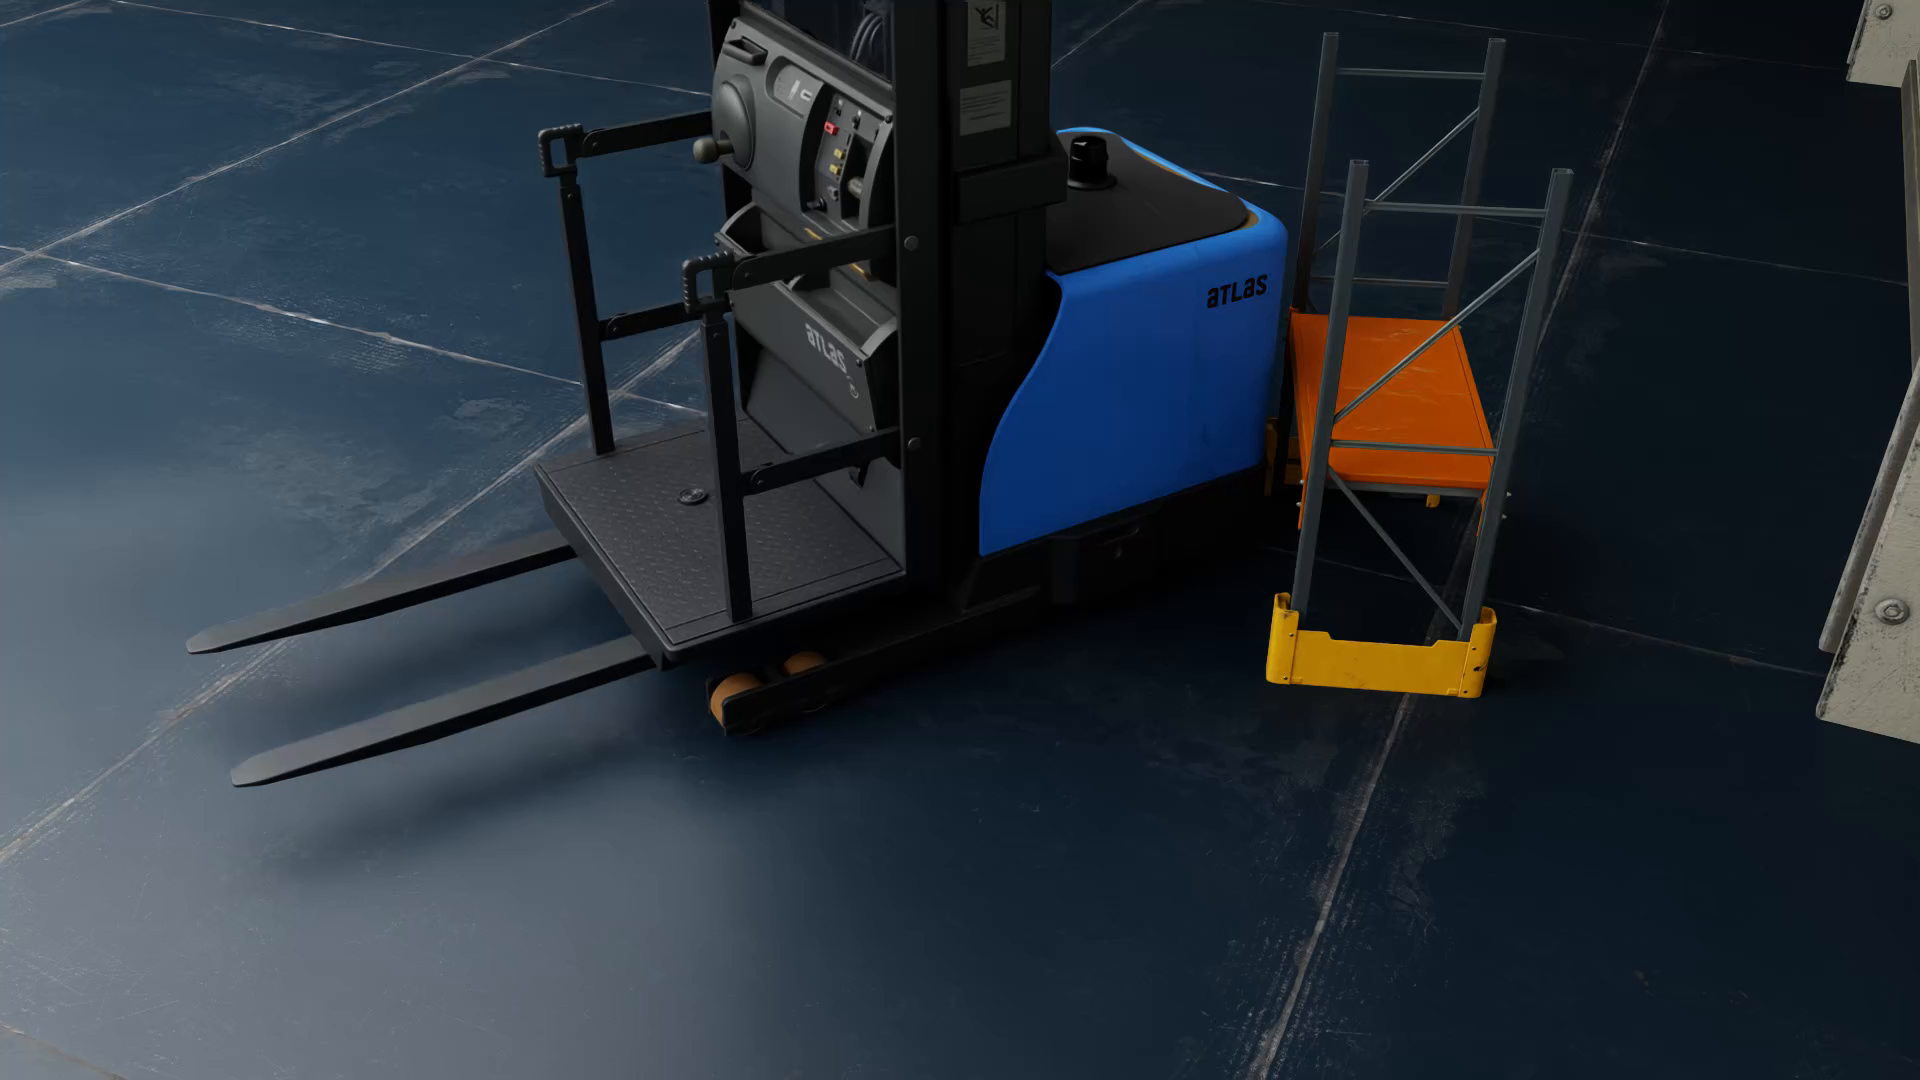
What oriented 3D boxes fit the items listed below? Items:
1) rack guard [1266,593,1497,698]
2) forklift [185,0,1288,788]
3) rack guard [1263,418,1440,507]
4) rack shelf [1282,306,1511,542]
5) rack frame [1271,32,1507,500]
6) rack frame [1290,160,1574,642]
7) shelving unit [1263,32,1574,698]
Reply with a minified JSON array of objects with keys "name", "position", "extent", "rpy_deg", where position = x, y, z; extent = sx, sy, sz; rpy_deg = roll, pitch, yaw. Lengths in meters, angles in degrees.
[{"name":"rack guard","position":[1.152,0.290,4.579],"extent":[0.587,0.250,0.087],"rpy_deg":[4,33,6]},{"name":"forklift","position":[-0.592,-1.033,4.153],"extent":[3.031,2.935,1.130],"rpy_deg":[-18,37,-25]},{"name":"rack guard","position":[1.274,-0.252,5.406],"extent":[0.587,0.250,0.087],"rpy_deg":[4,33,6]},{"name":"rack shelf","position":[1.214,-0.358,4.756],"extent":[0.538,0.185,1.000],"rpy_deg":[4,33,6]},{"name":"rack frame","position":[1.276,-0.785,5.079],"extent":[0.500,1.500,0.032],"rpy_deg":[4,33,6]},{"name":"rack frame","position":[1.152,-0.232,4.235],"extent":[0.500,1.500,0.032],"rpy_deg":[4,33,6]},{"name":"shelving unit","position":[1.213,-0.503,4.650],"extent":[0.587,1.500,1.083],"rpy_deg":[4,33,6]}]
